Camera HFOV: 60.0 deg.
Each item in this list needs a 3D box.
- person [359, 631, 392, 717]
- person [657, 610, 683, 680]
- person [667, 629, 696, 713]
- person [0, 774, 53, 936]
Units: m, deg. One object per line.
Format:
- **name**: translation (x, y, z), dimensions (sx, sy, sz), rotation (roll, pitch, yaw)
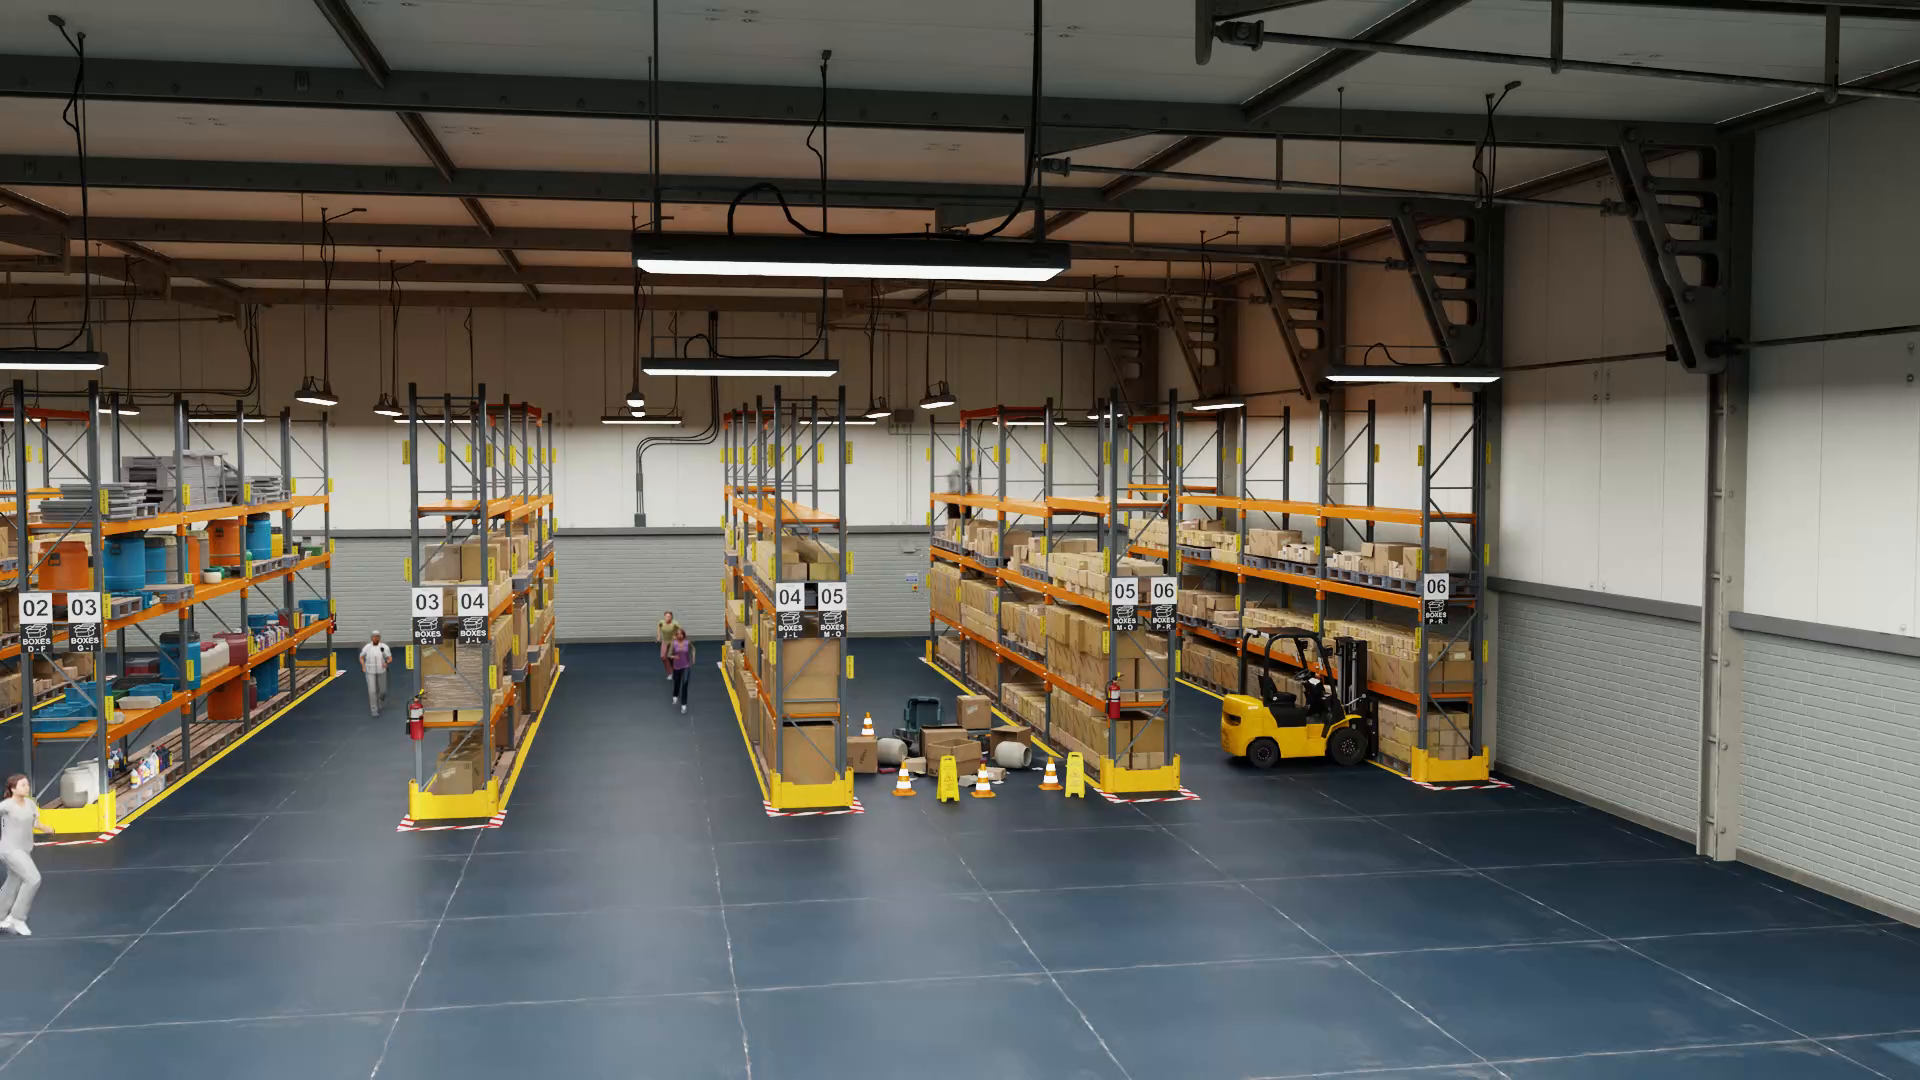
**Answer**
- **person**: translation (-11.289, 2.561, 32.128), dimensions (0.616, 1.625, 0.737), rotation (-1, 3, -21)
- **person**: translation (-6.515, 2.351, 37.540), dimensions (0.593, 1.599, 0.946), rotation (0, 3, 3)
- **person**: translation (-5.481, 2.554, 32.739), dimensions (0.549, 1.597, 0.874), rotation (0, 3, -9)
- **person**: translation (-9.860, 3.285, 17.391), dimensions (0.787, 1.687, 0.527), rotation (0, 3, 6)
